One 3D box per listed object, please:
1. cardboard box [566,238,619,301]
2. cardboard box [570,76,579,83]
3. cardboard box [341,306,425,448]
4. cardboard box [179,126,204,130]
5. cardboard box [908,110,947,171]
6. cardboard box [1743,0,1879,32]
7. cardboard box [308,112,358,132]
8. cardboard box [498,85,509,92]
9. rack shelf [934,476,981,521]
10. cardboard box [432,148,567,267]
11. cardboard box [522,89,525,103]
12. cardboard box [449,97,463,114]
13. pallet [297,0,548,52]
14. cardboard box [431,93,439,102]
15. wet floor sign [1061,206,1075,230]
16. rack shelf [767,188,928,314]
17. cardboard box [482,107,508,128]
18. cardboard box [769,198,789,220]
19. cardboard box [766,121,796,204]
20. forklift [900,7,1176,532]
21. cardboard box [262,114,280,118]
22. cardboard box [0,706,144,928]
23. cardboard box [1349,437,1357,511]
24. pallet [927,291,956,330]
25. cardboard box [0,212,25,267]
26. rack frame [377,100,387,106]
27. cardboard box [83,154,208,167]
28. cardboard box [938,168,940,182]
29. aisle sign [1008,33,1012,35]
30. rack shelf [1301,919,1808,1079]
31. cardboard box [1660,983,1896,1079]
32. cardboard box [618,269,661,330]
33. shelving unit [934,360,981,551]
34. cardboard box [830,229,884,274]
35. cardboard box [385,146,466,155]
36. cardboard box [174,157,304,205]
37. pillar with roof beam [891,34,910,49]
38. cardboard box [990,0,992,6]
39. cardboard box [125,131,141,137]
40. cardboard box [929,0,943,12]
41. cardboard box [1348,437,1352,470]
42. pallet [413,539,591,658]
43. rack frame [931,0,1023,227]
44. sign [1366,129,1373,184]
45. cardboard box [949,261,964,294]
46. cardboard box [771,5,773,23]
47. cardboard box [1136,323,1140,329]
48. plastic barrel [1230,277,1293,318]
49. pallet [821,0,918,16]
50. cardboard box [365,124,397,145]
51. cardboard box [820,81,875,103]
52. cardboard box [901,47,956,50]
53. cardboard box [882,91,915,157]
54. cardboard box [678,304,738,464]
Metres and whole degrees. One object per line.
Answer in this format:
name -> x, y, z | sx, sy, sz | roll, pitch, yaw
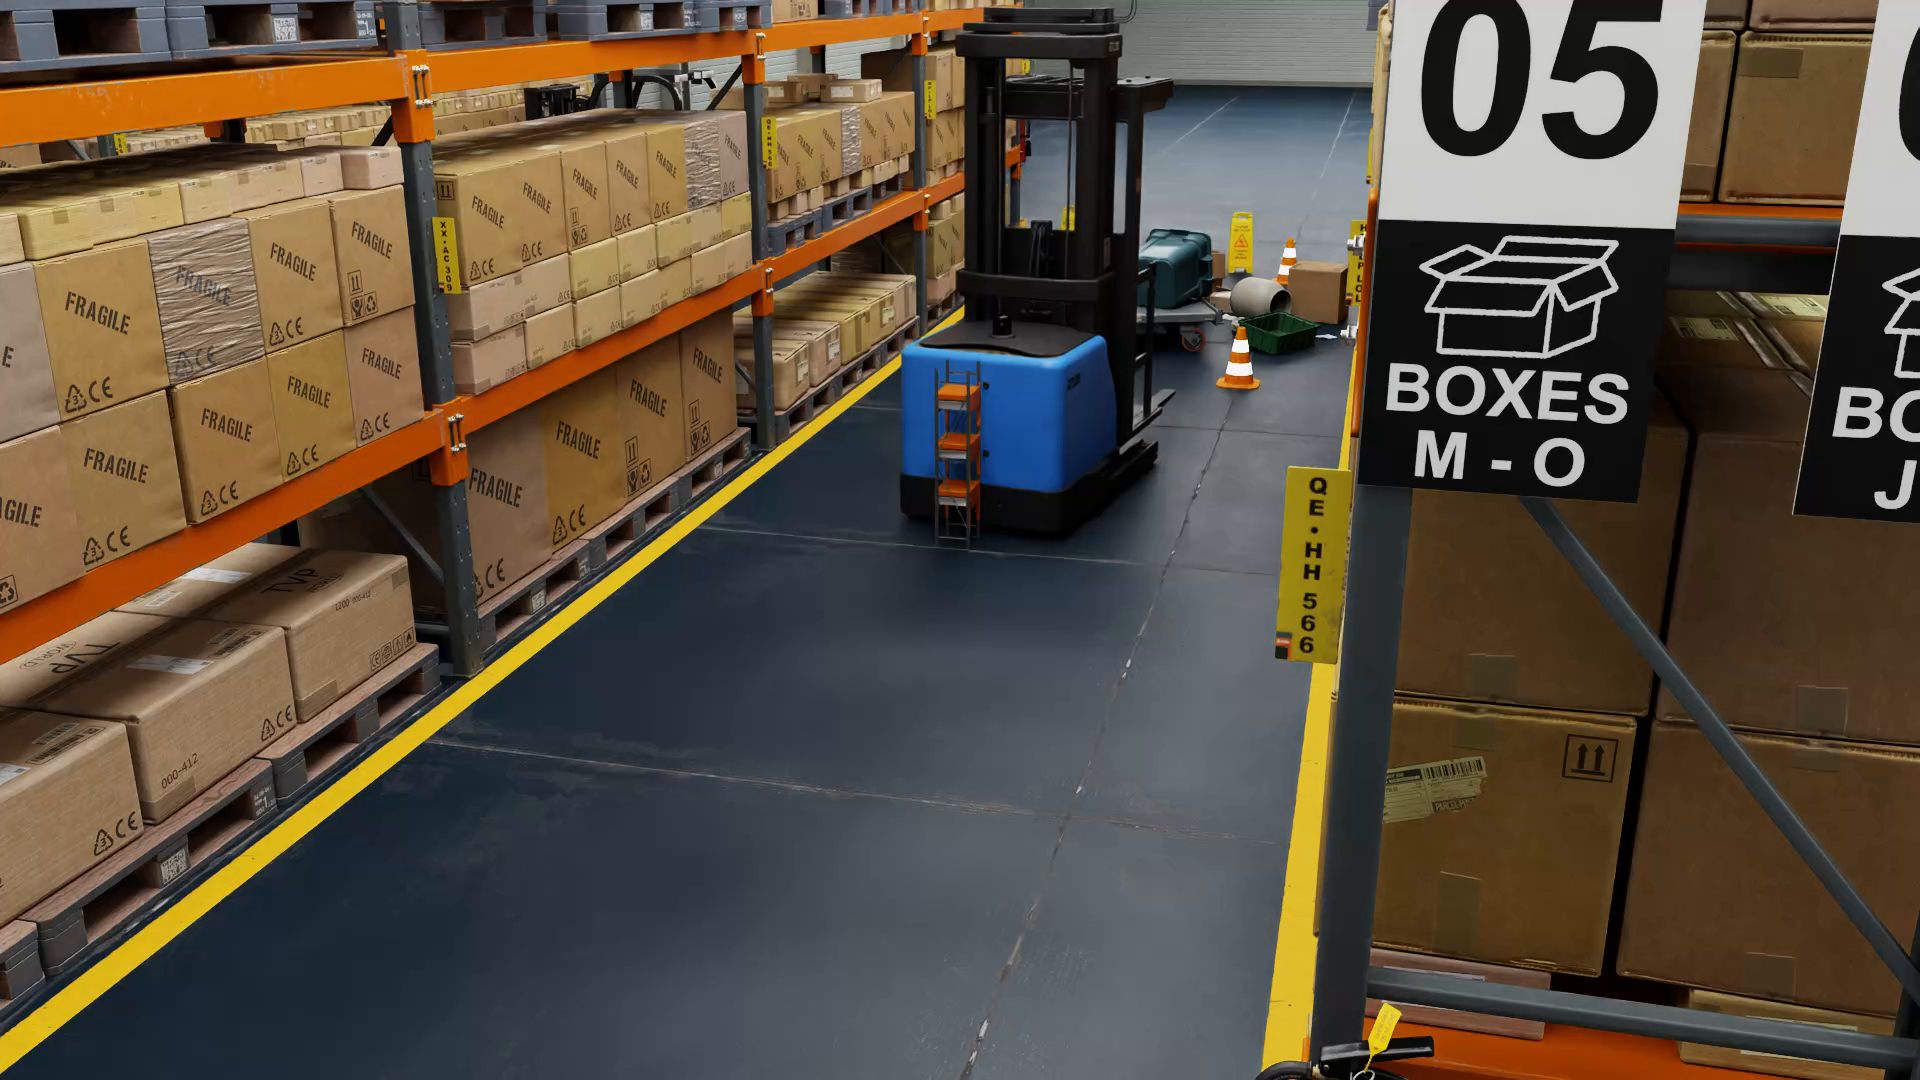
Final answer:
cardboard box -> -2.124, -1.425, 8.679 | 0.500, 0.250, 0.500 | 5, 19, 14
cardboard box -> -4.549, -5.261, 18.831 | 0.380, 0.149, 0.250 | 5, 19, 13
cardboard box -> -2.619, -0.704, 6.954 | 0.500, 0.500, 0.500 | 5, 19, 14
cardboard box -> -6.041, -3.228, 13.340 | 0.380, 0.149, 0.250 | 5, 19, 14
cardboard box -> -0.421, -3.634, 15.071 | 0.500, 0.500, 0.500 | 5, 19, 13
cardboard box -> 1.455, -0.915, 2.543 | 0.500, 0.250, 0.500 | 5, 19, 14
cardboard box -> -5.574, -3.703, 14.729 | 0.380, 0.149, 0.250 | 4, 19, 12
cardboard box -> -4.966, -4.782, 17.428 | 0.380, 0.149, 0.250 | 5, 19, 14
rack shelf -> -0.013, -0.207, 9.562 | 0.215, 0.259, 0.240 | 5, 19, 13
cardboard box -> -2.270, -1.620, 8.088 | 0.500, 0.500, 0.500 | 5, 19, 13
cardboard box -> -4.739, -4.794, 17.924 | 0.380, 0.149, 0.250 | 5, 19, 14
cardboard box -> -5.182, -4.319, 16.534 | 0.380, 0.149, 0.250 | 5, 19, 13
pallet -> -2.578, -2.443, 7.854 | 0.805, 0.209, 1.217 | 4, 19, 11
cardboard box -> -5.248, -4.292, 15.995 | 0.380, 0.149, 0.250 | 5, 20, 14
wet floor sign -> 1.262, -3.445, 18.774 | 0.267, 0.644, 0.232 | 12, 22, 32
rack shelf -> -1.288, -2.363, 13.077 | 1.077, 0.370, 4.000 | 5, 19, 13
cardboard box -> -5.018, -4.210, 17.218 | 0.500, 0.500, 0.500 | 4, 19, 13
cardboard box -> -1.415, -2.329, 11.605 | 0.380, 0.149, 0.250 | 3, 19, 10
cardboard box -> -1.442, -2.586, 11.353 | 0.500, 0.500, 0.500 | 4, 19, 12
forklift -> 0.682, -1.870, 10.628 | 1.130, 2.935, 3.031 | 8, 20, 22
cardboard box -> -6.213, -3.666, 14.622 | 0.380, 0.149, 0.250 | 5, 19, 13
cardboard box -> -3.451, 0.943, 5.601 | 0.875, 0.438, 0.875 | 5, 20, 15
cardboard box -> 1.206, -0.356, 3.928 | 0.500, 0.500, 0.500 | 6, 20, 16
pallet -> -0.669, -2.224, 15.871 | 1.003, 0.211, 1.213 | 5, 19, 13
cardboard box -> -3.045, -0.891, 4.951 | 0.380, 0.149, 0.250 | 5, 19, 14
rack frame -> -5.613, -3.721, 15.940 | 1.000, 3.000, 0.127 | 5, 19, 13
cardboard box -> -3.151, -1.406, 6.459 | 0.380, 0.149, 0.250 | 4, 19, 13
cardboard box -> -0.400, -3.368, 15.295 | 0.380, 0.149, 0.250 | 5, 20, 15
aisle sign -> 0.474, -5.810, 18.036 | 0.394, 0.787, 0.004 | 5, 19, 13
rack shelf -> 1.582, 0.504, 4.684 | 1.077, 0.370, 4.000 | 5, 19, 13
cardboard box -> 1.491, 0.834, 2.995 | 0.380, 0.149, 0.250 | 4, 19, 13
cardboard box -> -1.994, -1.346, 9.220 | 0.500, 0.250, 0.500 | 4, 19, 12
shelving unit -> -0.013, -0.480, 9.469 | 0.215, 1.050, 0.252 | 5, 19, 13
cardboard box -> -0.915, -2.789, 15.656 | 0.500, 0.500, 0.500 | 4, 19, 13
cardboard box -> -2.769, -1.666, 8.222 | 0.500, 0.500, 0.500 | 5, 19, 14
cardboard box -> -2.761, -1.377, 6.373 | 0.380, 0.149, 0.250 | 5, 19, 13
pillar with roof beam -> 2.892, -12.968, 33.733 | 9.100, 9.000, 0.400 | 5, 19, 13
cardboard box -> 0.109, -5.515, 16.941 | 0.380, 0.149, 0.250 | 5, 19, 14
cardboard box -> -6.630, -3.106, 12.983 | 0.380, 0.149, 0.250 | 5, 19, 13
cardboard box -> -0.365, -4.786, 14.808 | 0.380, 0.149, 0.250 | 5, 19, 13
cardboard box -> 1.434, -0.205, 5.033 | 0.500, 0.500, 0.500 | 4, 19, 12
pallet -> -2.638, 0.249, 8.631 | 1.003, 0.211, 1.213 | 5, 19, 13
rack frame -> 0.178, -4.584, 18.467 | 1.000, 3.000, 0.127 | 5, 19, 13
sign -> 2.509, -2.308, 10.012 | 0.100, 0.325, 0.005 | 5, 19, 13
cardboard box -> -0.274, -2.559, 16.144 | 0.500, 0.250, 0.500 | 6, 20, 16
cardboard box -> -1.472, -3.597, 11.146 | 0.396, 0.266, 0.258 | 5, 19, 13
cardboard box -> 1.481, -2.122, 15.489 | 0.258, 0.266, 0.396 | -9, 21, -24
plastic barrel -> 2.815, -2.228, 15.556 | 0.421, 0.421, 0.512 | -13, 23, -34
pallet -> -1.053, -4.475, 13.800 | 1.213, 0.211, 1.003 | 5, 19, 13
cardboard box -> -5.486, -3.712, 15.374 | 0.500, 0.250, 0.500 | 4, 19, 12
cardboard box -> -0.893, -3.556, 13.191 | 0.380, 0.149, 0.250 | 4, 19, 11
cardboard box -> -0.187, -4.426, 15.842 | 0.700, 0.500, 0.500 | 4, 19, 12
cardboard box -> -0.690, -3.554, 14.187 | 0.500, 0.500, 0.500 | 4, 19, 12
cardboard box -> -2.026, -1.060, 10.786 | 0.875, 0.875, 0.875 | 4, 19, 13
